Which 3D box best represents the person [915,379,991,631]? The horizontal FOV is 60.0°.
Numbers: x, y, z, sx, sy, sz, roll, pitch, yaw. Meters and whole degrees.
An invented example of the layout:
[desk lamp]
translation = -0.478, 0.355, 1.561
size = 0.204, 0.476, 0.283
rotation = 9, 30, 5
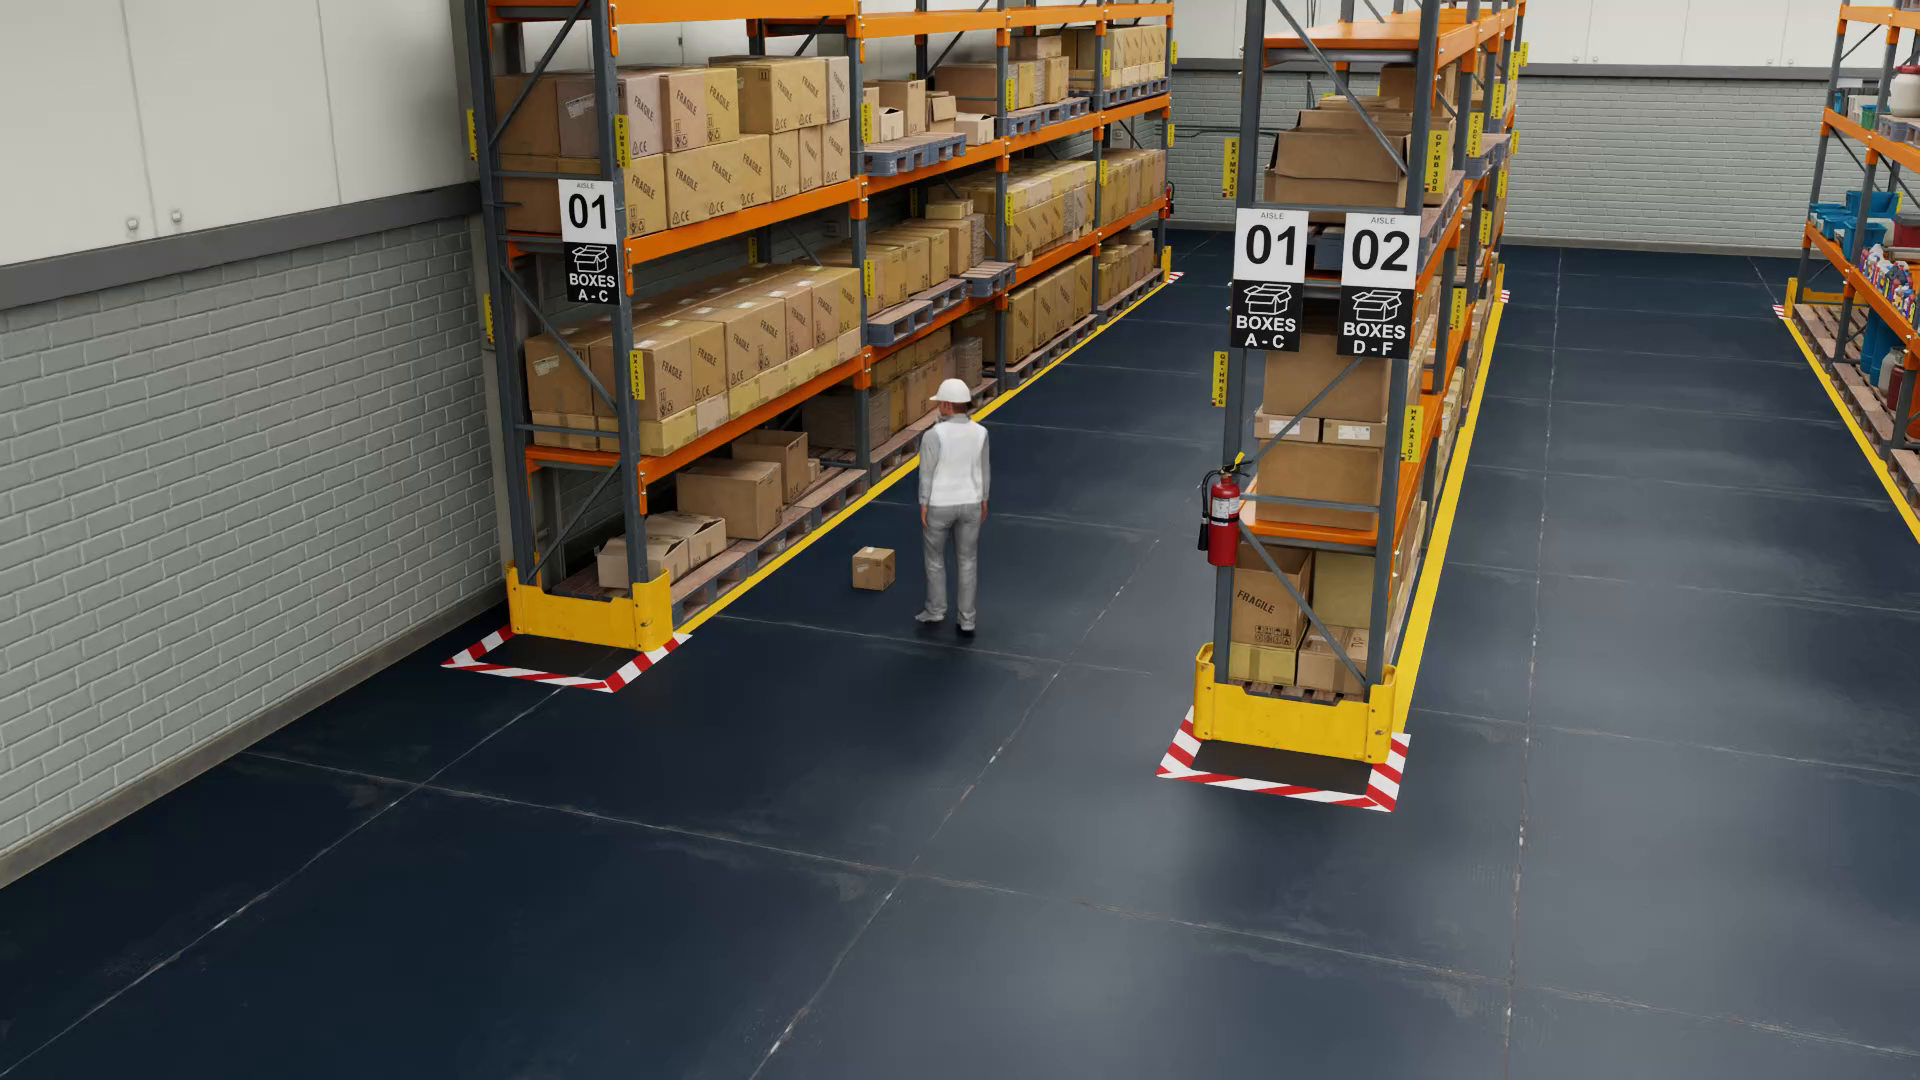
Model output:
[person]
translation = -0.025, -0.213, 11.710
size = 0.557, 1.824, 0.563
rotation = -6, 19, -17
